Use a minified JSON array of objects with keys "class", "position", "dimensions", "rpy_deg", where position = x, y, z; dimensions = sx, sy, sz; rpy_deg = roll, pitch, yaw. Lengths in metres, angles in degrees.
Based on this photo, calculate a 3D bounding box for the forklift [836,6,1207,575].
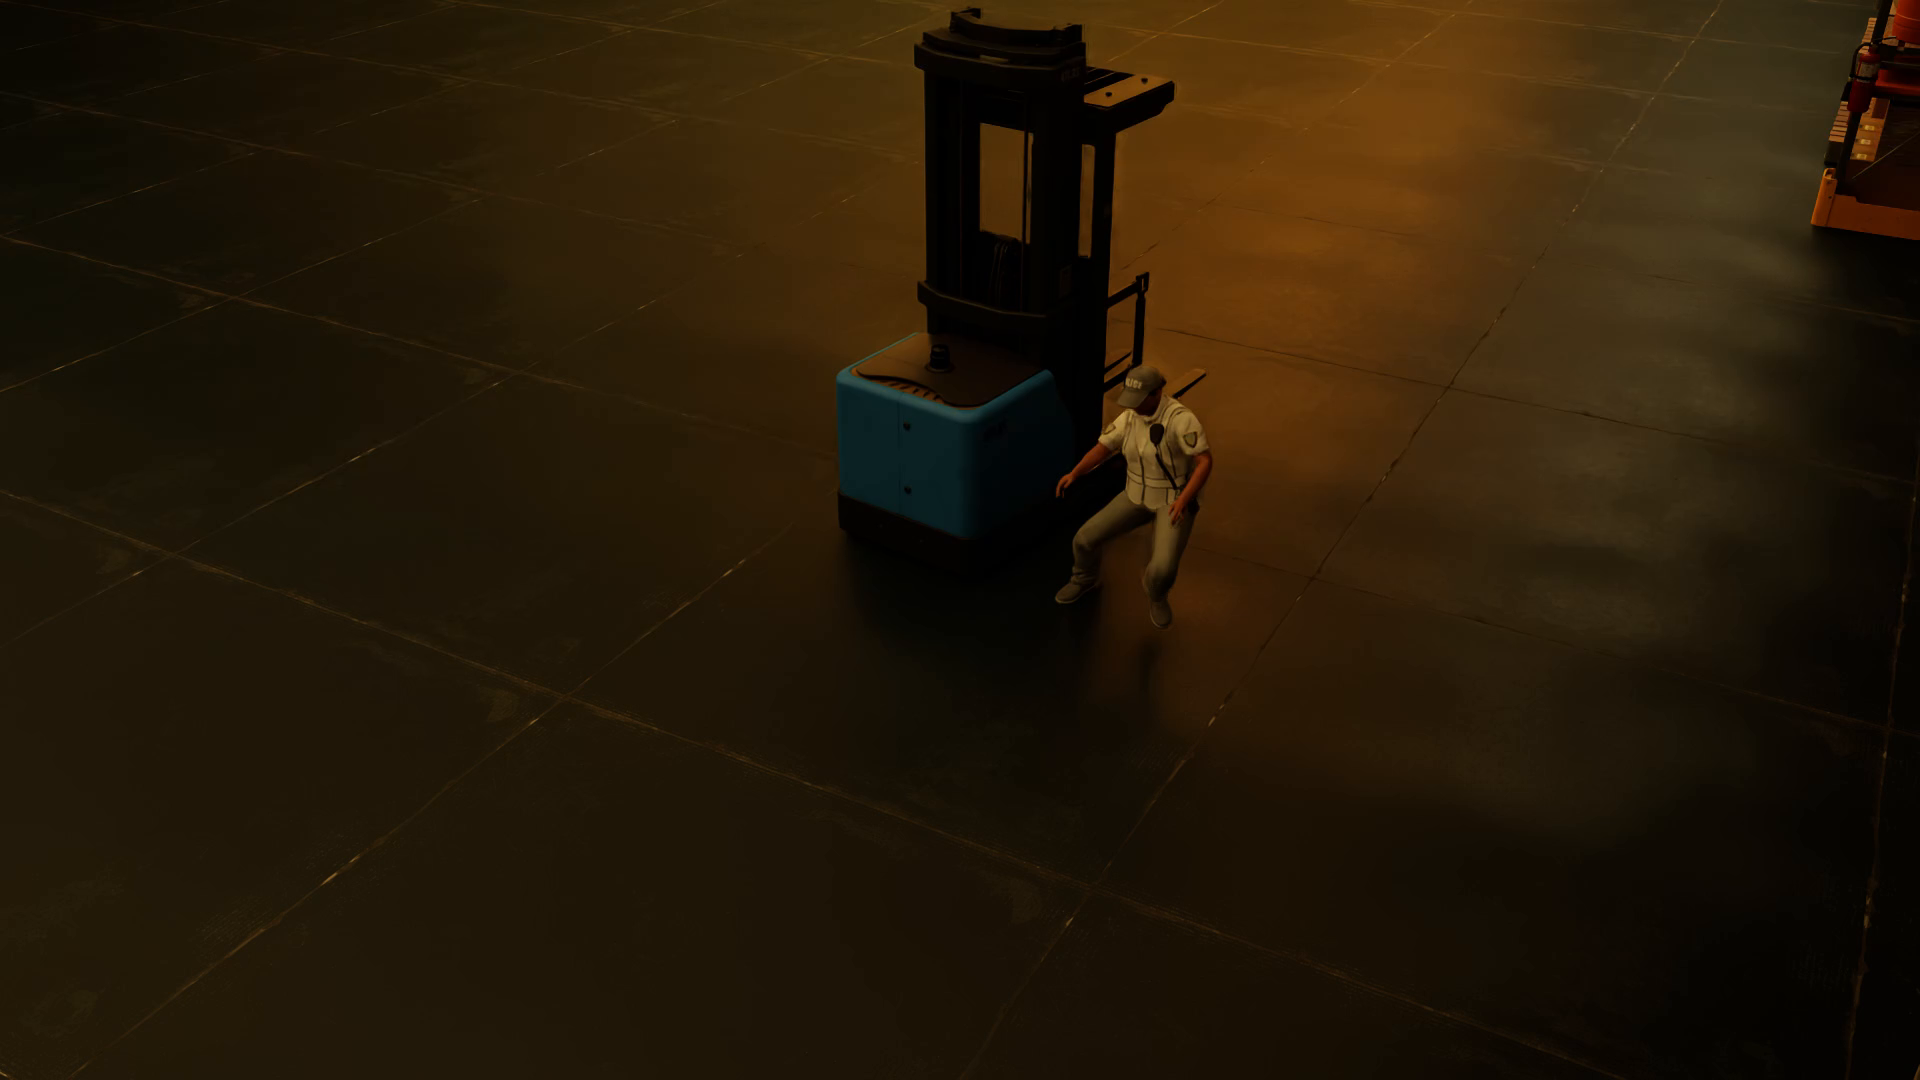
[{"class":"forklift","position":[0.552,-1.746,10.097],"dimensions":[1.130,2.935,3.031],"rpy_deg":[20,36,31]}]

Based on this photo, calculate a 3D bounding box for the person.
[{"class":"person","position":[0.921,-0.206,8.887],"dimensions":[0.745,1.477,0.853],"rpy_deg":[-26,39,-38]}]
